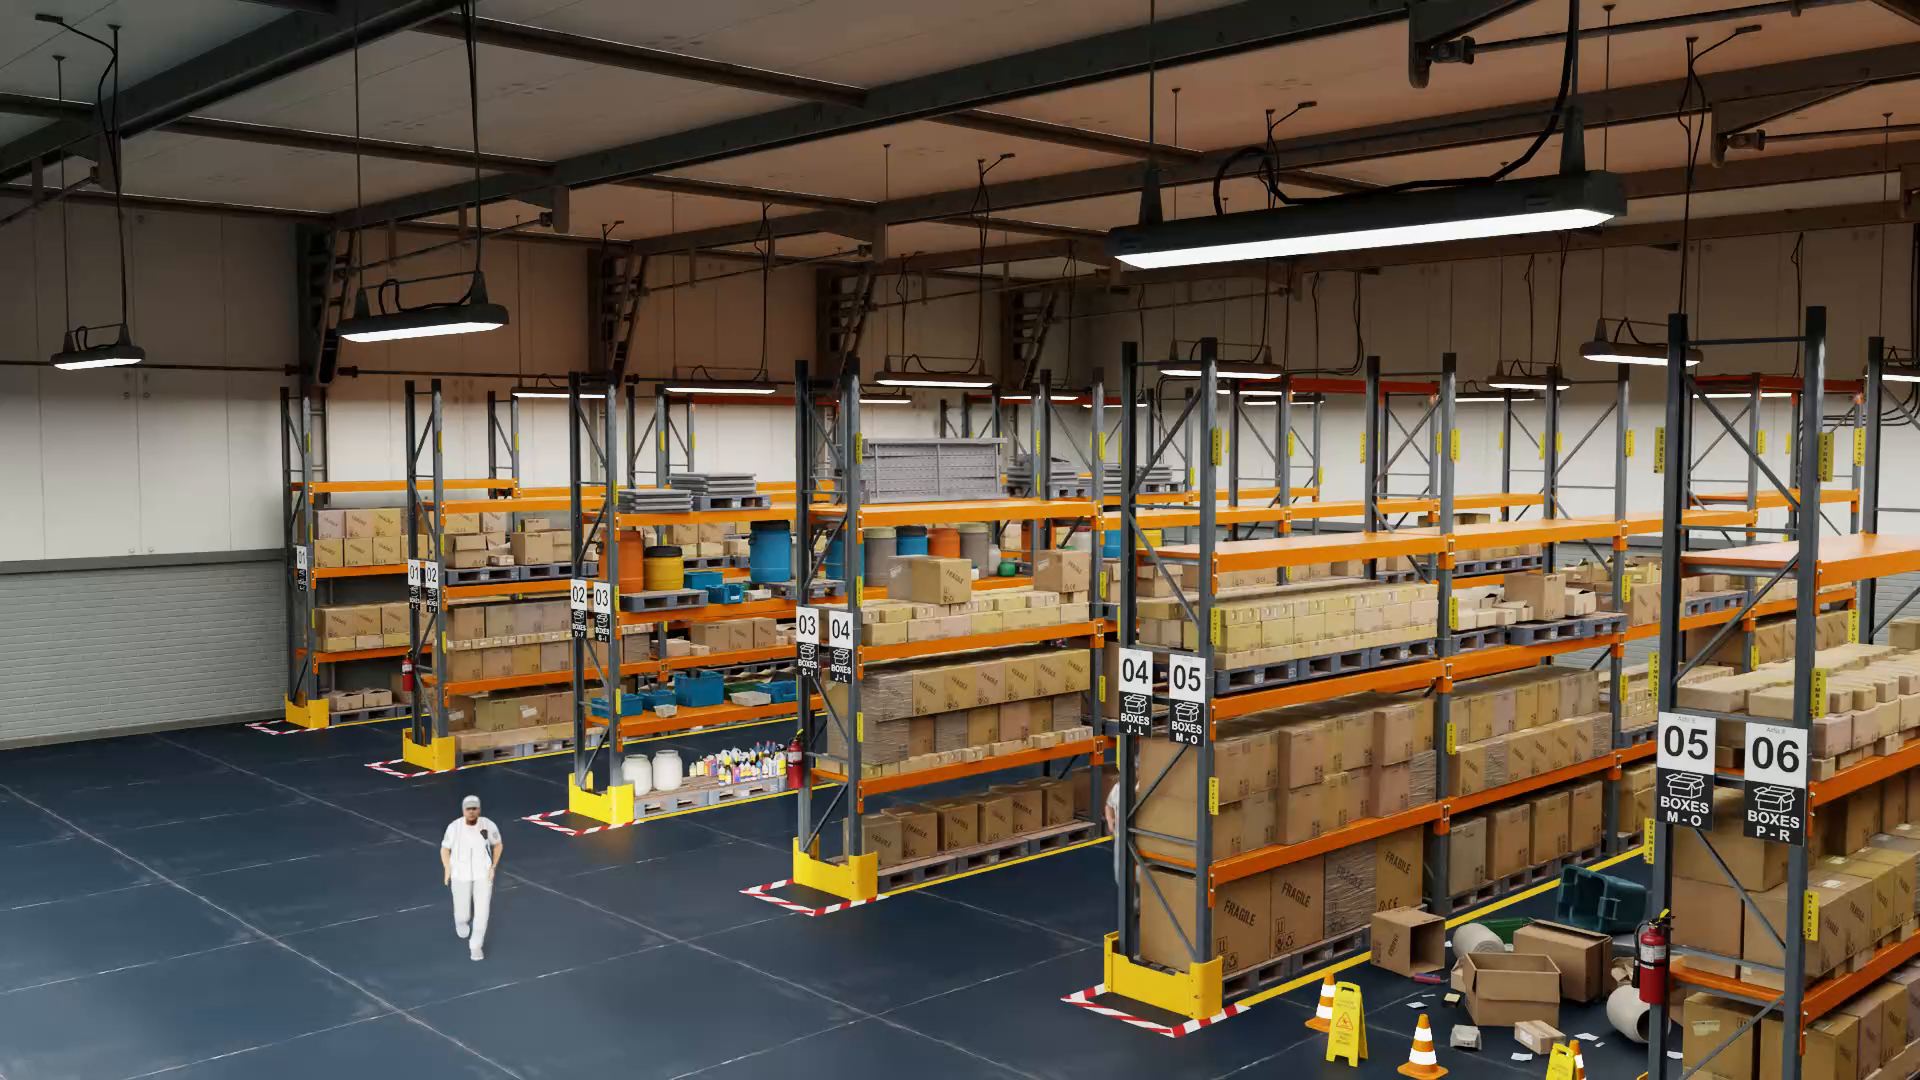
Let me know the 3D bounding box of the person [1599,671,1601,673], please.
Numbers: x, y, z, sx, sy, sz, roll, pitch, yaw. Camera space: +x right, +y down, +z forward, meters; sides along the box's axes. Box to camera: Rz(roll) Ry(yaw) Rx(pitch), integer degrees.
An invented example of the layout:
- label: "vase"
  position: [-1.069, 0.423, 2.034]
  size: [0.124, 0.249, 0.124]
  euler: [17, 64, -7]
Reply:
- label: "person"
  position: [9.336, 2.755, 24.537]
  size: [0.622, 1.673, 0.660]
  euler: [-4, 5, -45]

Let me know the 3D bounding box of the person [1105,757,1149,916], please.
- label: "person"
  position: [1.852, 3.168, 17.725]
  size: [0.717, 1.745, 0.592]
  euler: [2, 4, 28]

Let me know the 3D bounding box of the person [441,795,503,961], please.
- label: "person"
  position: [-4.838, 3.312, 16.506]
  size: [0.593, 1.619, 0.586]
  euler: [-1, 4, -18]
